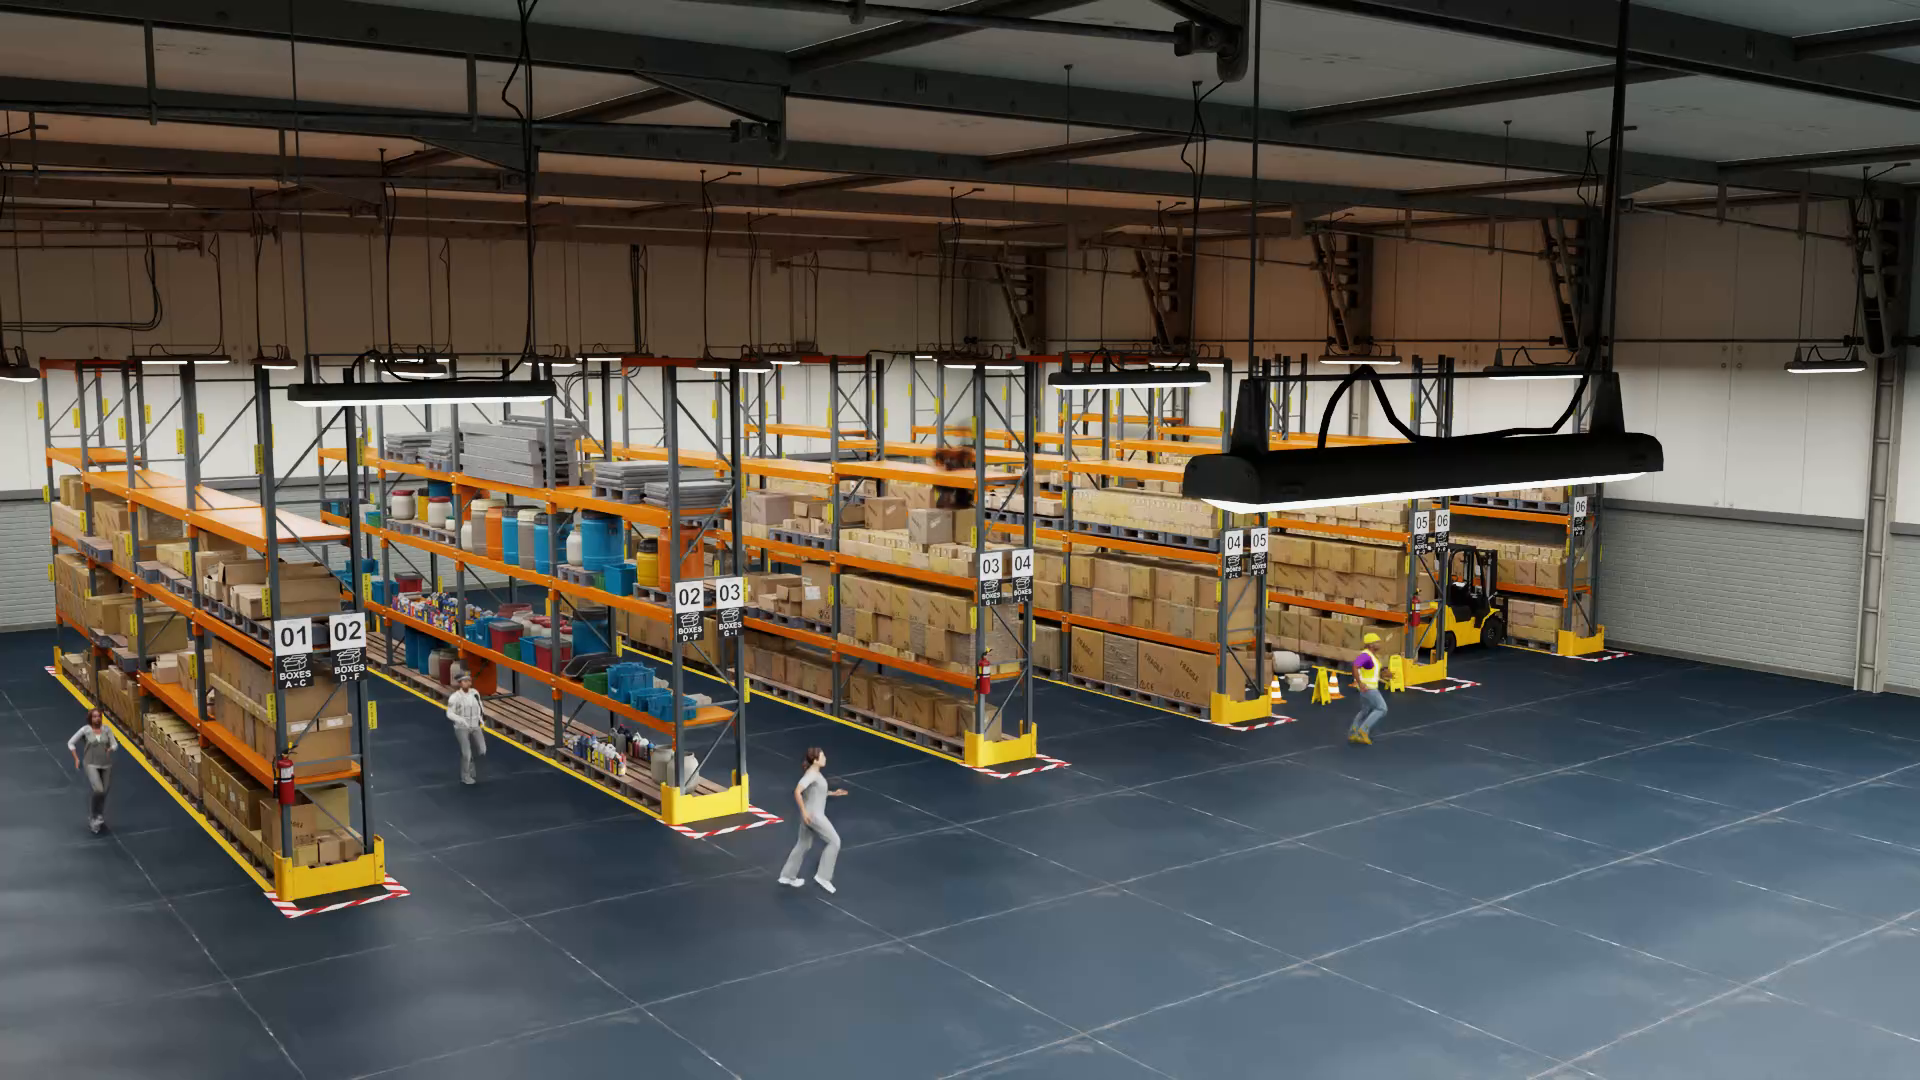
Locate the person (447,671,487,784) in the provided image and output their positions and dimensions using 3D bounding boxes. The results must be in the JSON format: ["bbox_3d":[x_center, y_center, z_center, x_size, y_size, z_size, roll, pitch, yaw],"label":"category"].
[{"bbox_3d":[-6.970,2.673,23.647,0.589,1.648,0.528,-6,9,-43],"label":"person"}]

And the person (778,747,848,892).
[{"bbox_3d":[-1.686,3.219,19.103,0.816,1.714,0.528,-2,7,-13],"label":"person"}]

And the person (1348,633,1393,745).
[{"bbox_3d":[6.461,2.330,26.134,0.672,1.750,0.697,2,7,14],"label":"person"}]

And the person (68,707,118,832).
[{"bbox_3d":[-11.154,2.963,21.497,0.676,1.607,0.510,6,9,40],"label":"person"}]
